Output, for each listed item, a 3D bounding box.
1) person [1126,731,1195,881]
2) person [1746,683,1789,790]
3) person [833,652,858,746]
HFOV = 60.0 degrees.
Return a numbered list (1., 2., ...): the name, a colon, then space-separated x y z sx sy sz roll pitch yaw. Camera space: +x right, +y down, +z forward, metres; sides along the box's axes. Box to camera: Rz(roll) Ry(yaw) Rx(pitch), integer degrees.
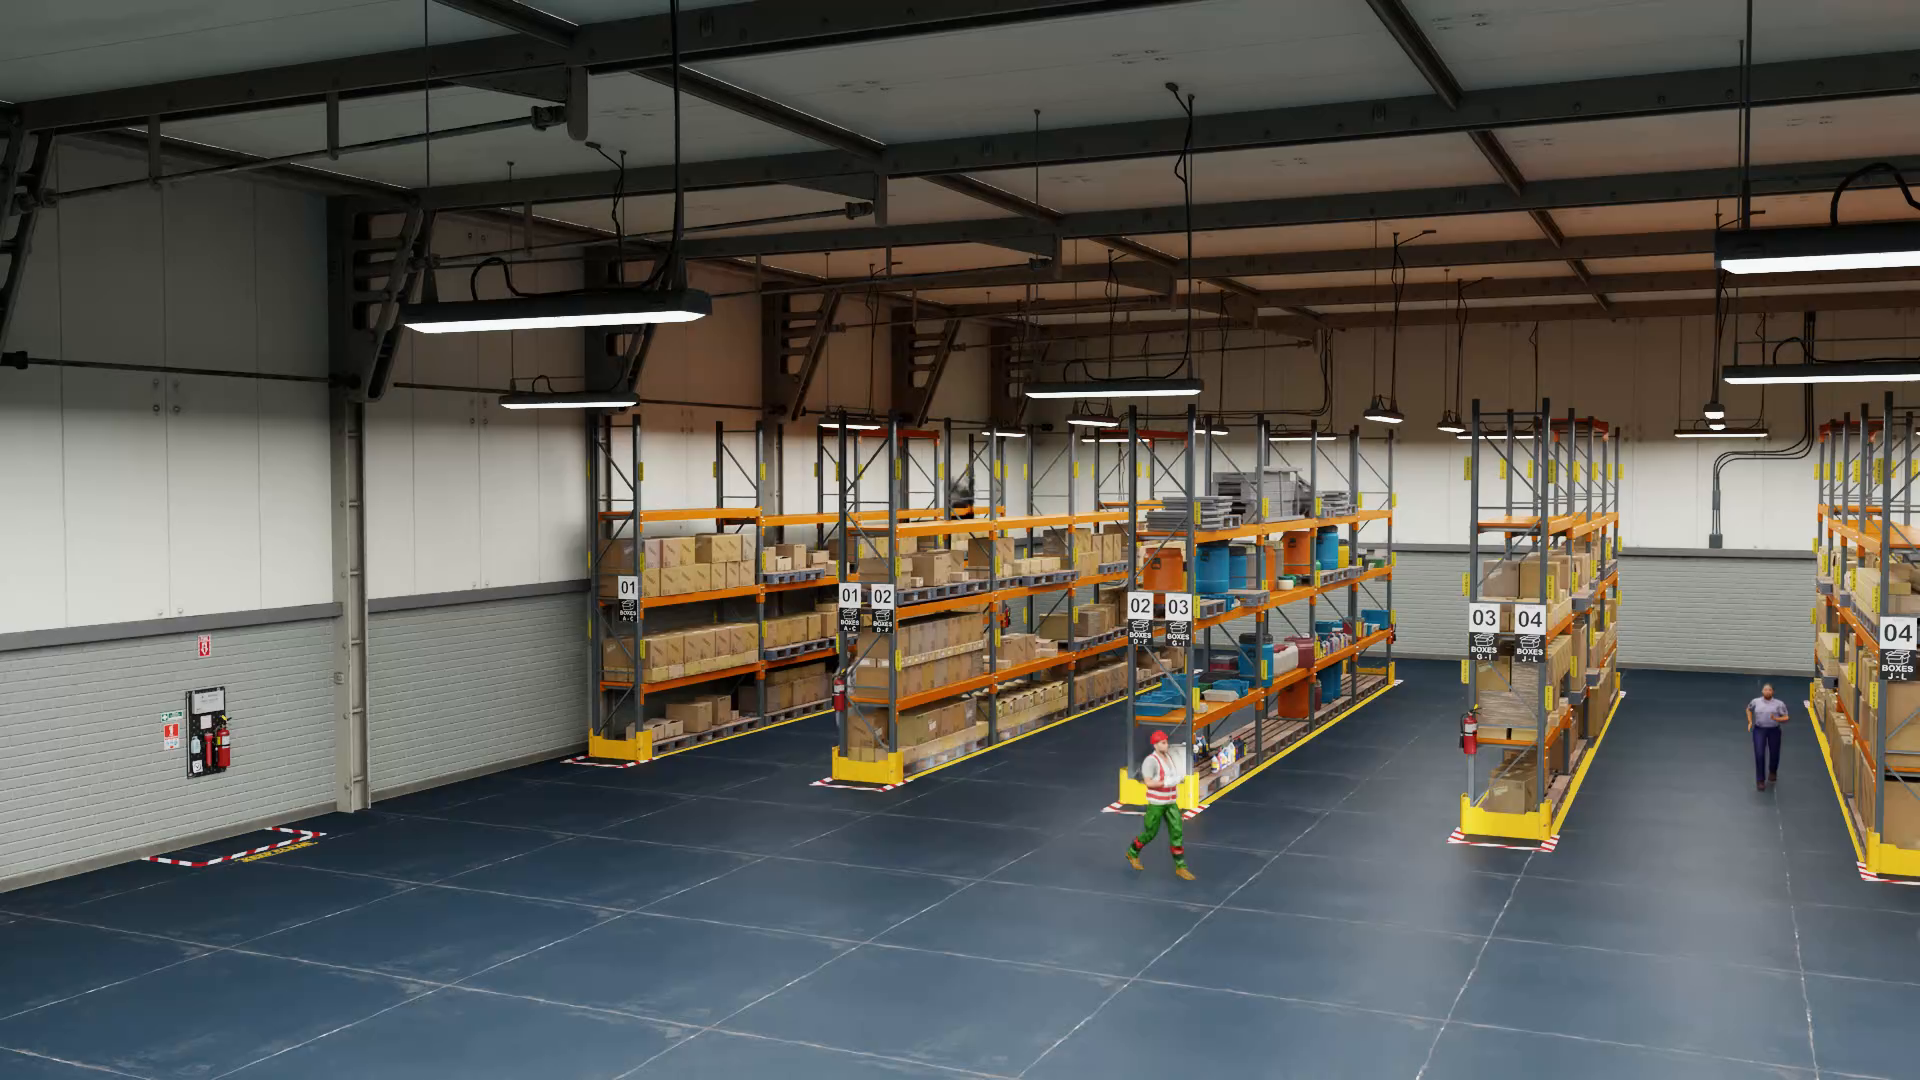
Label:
1. person: 2.472 3.233 20.435 0.659 1.781 0.987 -2 3 -42
2. person: 12.755 3.076 26.277 0.607 1.628 0.897 1 3 25
3. person: -2.022 2.892 30.295 0.690 1.747 0.637 1 2 20
